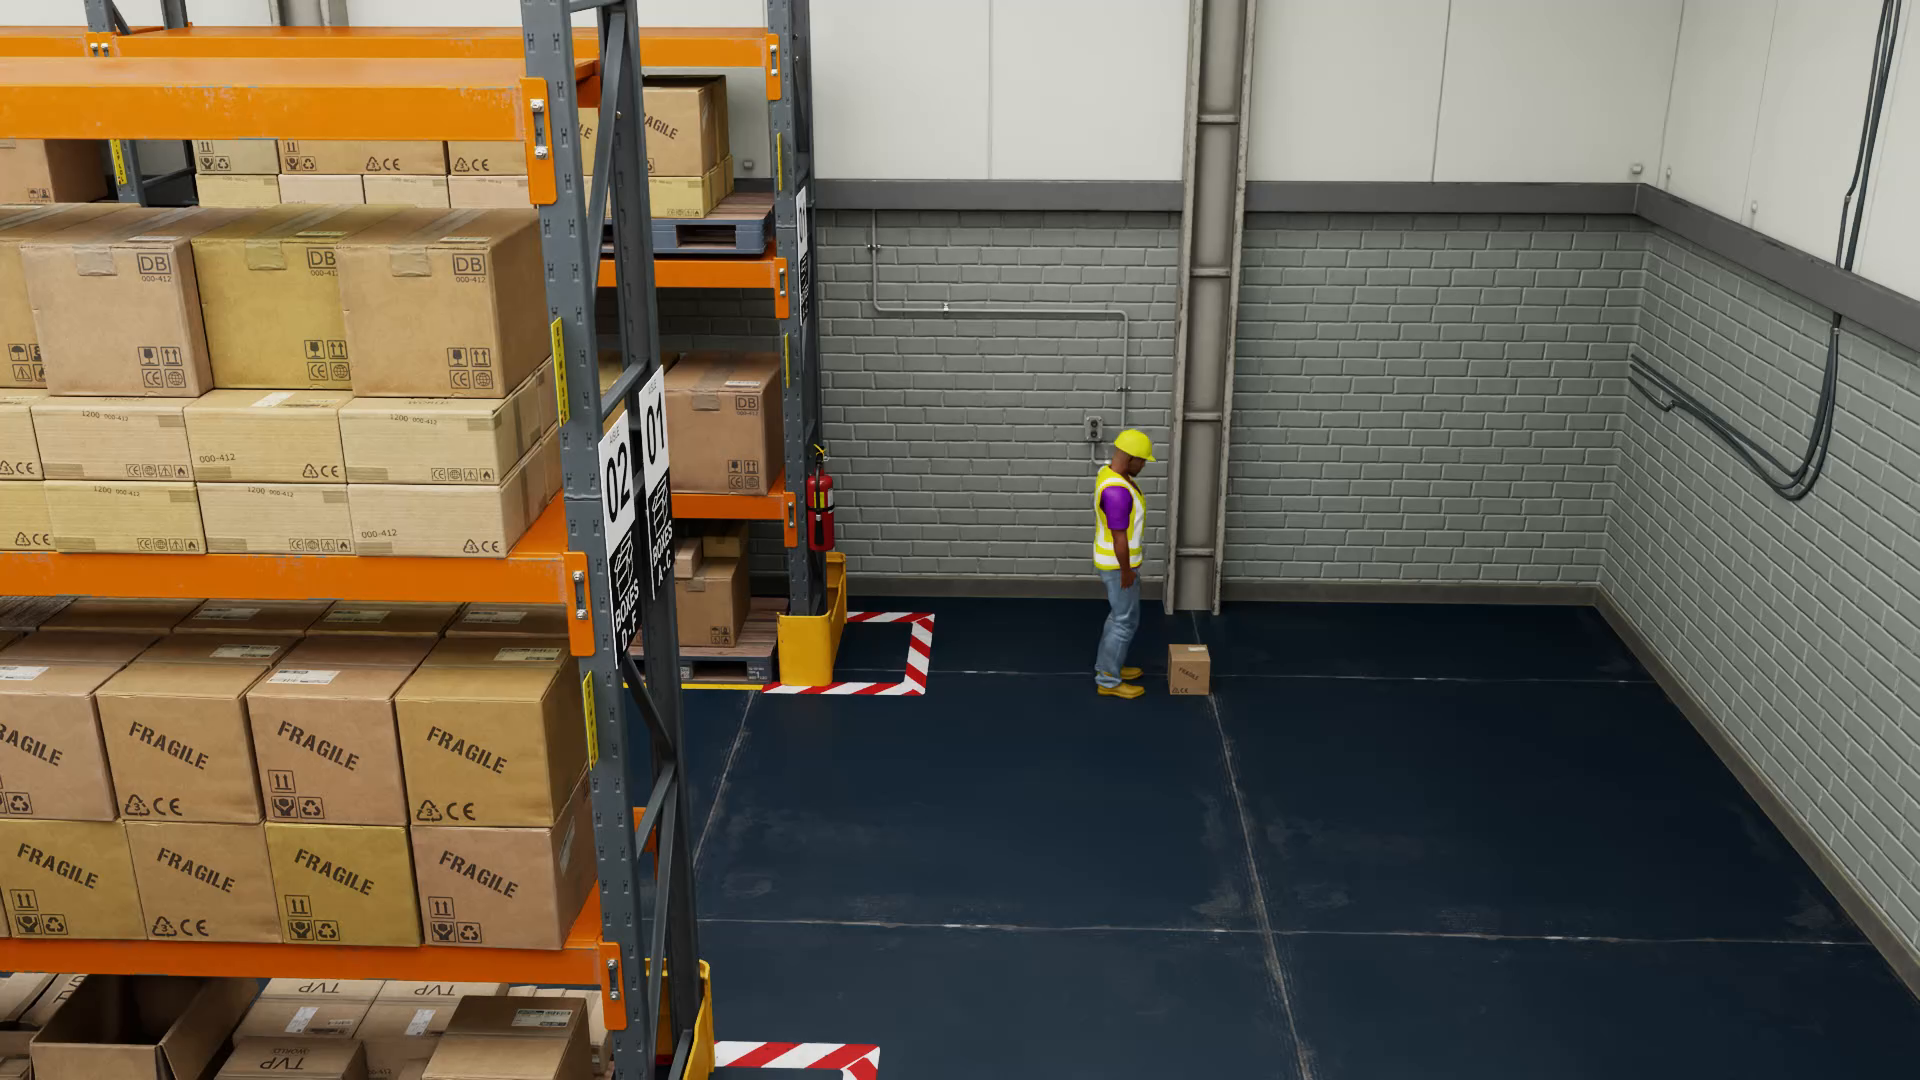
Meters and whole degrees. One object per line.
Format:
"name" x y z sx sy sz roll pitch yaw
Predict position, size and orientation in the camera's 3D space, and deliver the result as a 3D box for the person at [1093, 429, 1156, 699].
"person" 1.042 0.133 10.716 0.384 1.754 0.573 1 21 3
